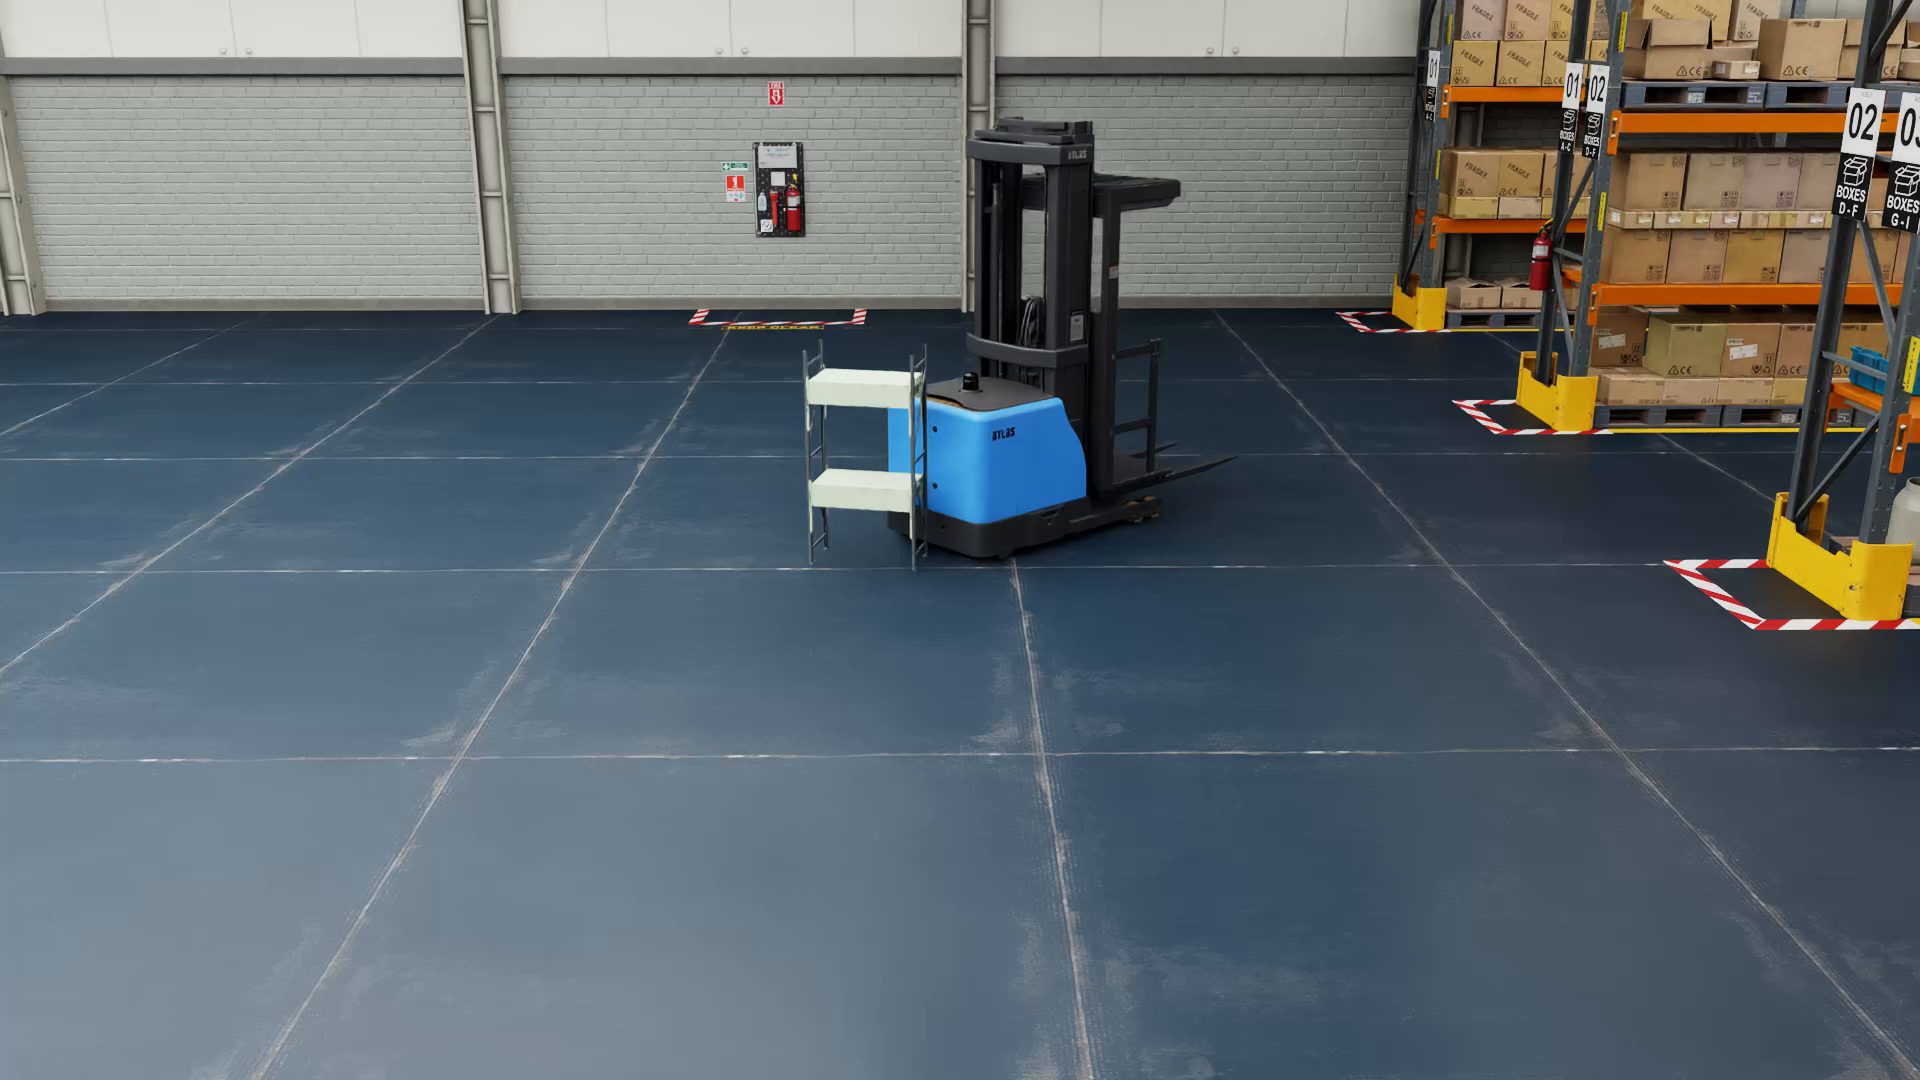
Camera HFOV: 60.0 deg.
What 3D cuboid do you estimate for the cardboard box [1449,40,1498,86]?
[{"bbox_3d":[5.873,-5.521,19.240,0.500,0.500,0.500,0,18,1],"label":"cardboard box"}]

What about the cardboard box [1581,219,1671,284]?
[{"bbox_3d":[6.084,-2.643,15.212,0.500,0.500,0.700,0,18,-1],"label":"cardboard box"}]

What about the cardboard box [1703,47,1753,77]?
[{"bbox_3d":[6.764,-4.307,14.980,0.500,0.250,0.500,0,18,-1],"label":"cardboard box"}]

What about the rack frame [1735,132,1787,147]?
[{"bbox_3d":[9.534,-4.129,20.009,0.127,3.000,1.000,0,18,-1],"label":"rack frame"}]

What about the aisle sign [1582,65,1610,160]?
[{"bbox_3d":[5.556,-3.741,14.543,0.004,0.787,0.394,0,18,-1],"label":"aisle sign"}]

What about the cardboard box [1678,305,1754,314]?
[{"bbox_3d":[7.148,-1.948,15.795,0.500,0.500,0.500,0,18,-1],"label":"cardboard box"}]

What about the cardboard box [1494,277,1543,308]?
[{"bbox_3d":[6.798,-3.018,20.226,0.500,0.311,0.500,1,18,4],"label":"cardboard box"}]

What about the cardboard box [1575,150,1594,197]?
[{"bbox_3d":[7.544,-4.322,19.594,0.500,0.500,0.500,0,18,1],"label":"cardboard box"}]

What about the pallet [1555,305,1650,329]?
[{"bbox_3d":[7.641,-2.781,20.370,1.213,0.211,1.003,0,18,-1],"label":"pallet"}]

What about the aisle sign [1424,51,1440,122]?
[{"bbox_3d":[5.468,-5.256,19.265,0.004,0.787,0.394,0,18,-1],"label":"aisle sign"}]

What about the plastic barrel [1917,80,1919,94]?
[{"bbox_3d":[6.175,-2.958,10.057,0.708,0.830,0.600,0,18,-1],"label":"plastic barrel"}]

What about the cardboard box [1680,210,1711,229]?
[{"bbox_3d":[6.526,-2.893,14.928,0.250,0.149,0.380,0,18,-1],"label":"cardboard box"}]

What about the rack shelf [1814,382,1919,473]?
[{"bbox_3d":[7.691,-0.751,10.657,4.000,0.370,1.077,0,18,-1],"label":"rack shelf"}]

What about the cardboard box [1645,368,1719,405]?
[{"bbox_3d":[6.657,-1.426,15.396,0.500,0.250,0.500,0,18,-1],"label":"cardboard box"}]

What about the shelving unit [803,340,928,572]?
[{"bbox_3d":[-0.635,-0.578,11.394,0.755,1.500,0.431,4,18,11],"label":"shelving unit"}]

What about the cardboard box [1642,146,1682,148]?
[{"bbox_3d":[8.544,-4.485,20.102,0.500,0.500,0.500,0,18,-1],"label":"cardboard box"}]

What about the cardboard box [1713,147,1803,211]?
[{"bbox_3d":[7.167,-3.268,15.037,0.500,0.500,0.700,0,18,-1],"label":"cardboard box"}]

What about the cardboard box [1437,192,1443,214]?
[{"bbox_3d":[5.999,-4.110,20.161,0.500,0.250,0.500,0,18,0],"label":"cardboard box"}]

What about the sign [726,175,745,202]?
[{"bbox_3d":[-2.804,-4.394,20.777,0.234,0.329,0.001,0,18,-1],"label":"sign"}]

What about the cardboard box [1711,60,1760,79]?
[{"bbox_3d":[6.796,-4.124,14.577,0.250,0.149,0.380,0,18,-1],"label":"cardboard box"}]

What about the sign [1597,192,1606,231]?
[{"bbox_3d":[5.620,-2.877,14.560,0.005,0.325,0.100,0,18,-1],"label":"sign"}]

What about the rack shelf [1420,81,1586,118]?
[{"bbox_3d":[7.535,-5.205,19.631,4.000,0.370,1.077,0,18,-1],"label":"rack shelf"}]

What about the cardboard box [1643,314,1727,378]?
[{"bbox_3d":[6.657,-1.783,15.280,0.500,0.500,0.500,0,18,-1],"label":"cardboard box"}]

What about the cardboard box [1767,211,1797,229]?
[{"bbox_3d":[7.300,-2.897,14.941,0.250,0.149,0.380,-1,18,-2],"label":"cardboard box"}]

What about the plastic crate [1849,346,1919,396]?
[{"bbox_3d":[6.187,-1.107,10.832,0.616,0.251,0.499,0,18,-1],"label":"plastic crate"}]

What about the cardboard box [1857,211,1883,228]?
[{"bbox_3d":[8.078,-2.900,14.953,0.250,0.149,0.380,0,18,1],"label":"cardboard box"}]

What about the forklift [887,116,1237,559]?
[{"bbox_3d":[0.898,-1.622,12.307,3.031,2.935,1.130,-16,24,-40],"label":"forklift"}]

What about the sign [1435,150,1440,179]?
[{"bbox_3d":[5.544,-4.357,19.300,0.005,0.325,0.100,0,18,-1],"label":"sign"}]

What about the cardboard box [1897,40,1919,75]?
[{"bbox_3d":[8.569,-4.344,14.998,0.500,0.311,0.500,-1,18,-4],"label":"cardboard box"}]

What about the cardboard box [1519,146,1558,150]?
[{"bbox_3d":[7.023,-4.476,20.074,0.500,0.500,0.500,-1,18,-2],"label":"cardboard box"}]

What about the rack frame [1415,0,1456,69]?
[{"bbox_3d":[5.535,-6.967,19.033,0.127,3.000,1.000,0,18,-1],"label":"rack frame"}]

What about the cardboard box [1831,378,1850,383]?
[{"bbox_3d":[8.156,-1.432,15.414,0.500,0.250,0.500,0,18,-1],"label":"cardboard box"}]

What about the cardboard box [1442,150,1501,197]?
[{"bbox_3d":[6.017,-4.316,19.576,0.500,0.500,0.500,0,18,-1],"label":"cardboard box"}]

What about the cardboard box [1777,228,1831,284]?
[{"bbox_3d":[7.632,-2.651,15.238,0.500,0.500,0.700,0,18,1],"label":"cardboard box"}]

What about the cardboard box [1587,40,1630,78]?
[{"bbox_3d":[7.465,-5.525,19.254,0.500,0.500,0.500,1,18,3],"label":"cardboard box"}]

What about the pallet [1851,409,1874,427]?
[{"bbox_3d":[8.821,-1.298,15.747,1.213,0.211,1.003,0,18,-1],"label":"pallet"}]

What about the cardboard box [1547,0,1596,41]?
[{"bbox_3d":[6.939,-5.992,19.072,0.500,0.500,0.500,0,18,1],"label":"cardboard box"}]

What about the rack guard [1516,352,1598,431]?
[{"bbox_3d":[5.593,-1.407,15.614,0.348,0.500,1.175,0,18,-1],"label":"rack guard"}]

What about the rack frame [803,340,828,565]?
[{"bbox_3d":[-0.993,-0.601,11.467,0.023,1.500,0.400,4,18,11],"label":"rack frame"}]

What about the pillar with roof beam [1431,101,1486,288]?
[{"bbox_3d":[6.289,-5.919,15.768,0.400,9.000,9.100,0,18,-1],"label":"pillar with roof beam"}]

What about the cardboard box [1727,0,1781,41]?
[{"bbox_3d":[9.038,-6.006,19.114,0.500,0.500,0.500,-2,18,-6],"label":"cardboard box"}]

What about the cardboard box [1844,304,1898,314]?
[{"bbox_3d":[8.648,-1.953,15.810,0.500,0.500,0.500,0,18,-1],"label":"cardboard box"}]

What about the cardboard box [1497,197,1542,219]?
[{"bbox_3d":[6.547,-3.960,19.696,0.500,0.250,0.500,-1,18,-3],"label":"cardboard box"}]

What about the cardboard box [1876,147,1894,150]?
[{"bbox_3d":[8.668,-3.275,15.058,0.500,0.500,0.700,0,18,-1],"label":"cardboard box"}]

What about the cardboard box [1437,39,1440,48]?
[{"bbox_3d":[5.948,-5.675,19.720,0.500,0.500,0.500,1,18,3],"label":"cardboard box"}]

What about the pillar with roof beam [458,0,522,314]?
[{"bbox_3d":[-5.709,-5.862,15.588,0.400,9.000,9.100,0,18,-1],"label":"pillar with roof beam"}]

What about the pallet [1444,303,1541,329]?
[{"bbox_3d":[6.424,-2.776,20.355,1.213,0.211,1.003,0,18,-1],"label":"pallet"}]

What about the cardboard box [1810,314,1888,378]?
[{"bbox_3d":[8.156,-1.793,15.312,0.500,0.500,0.500,0,18,-1],"label":"cardboard box"}]
